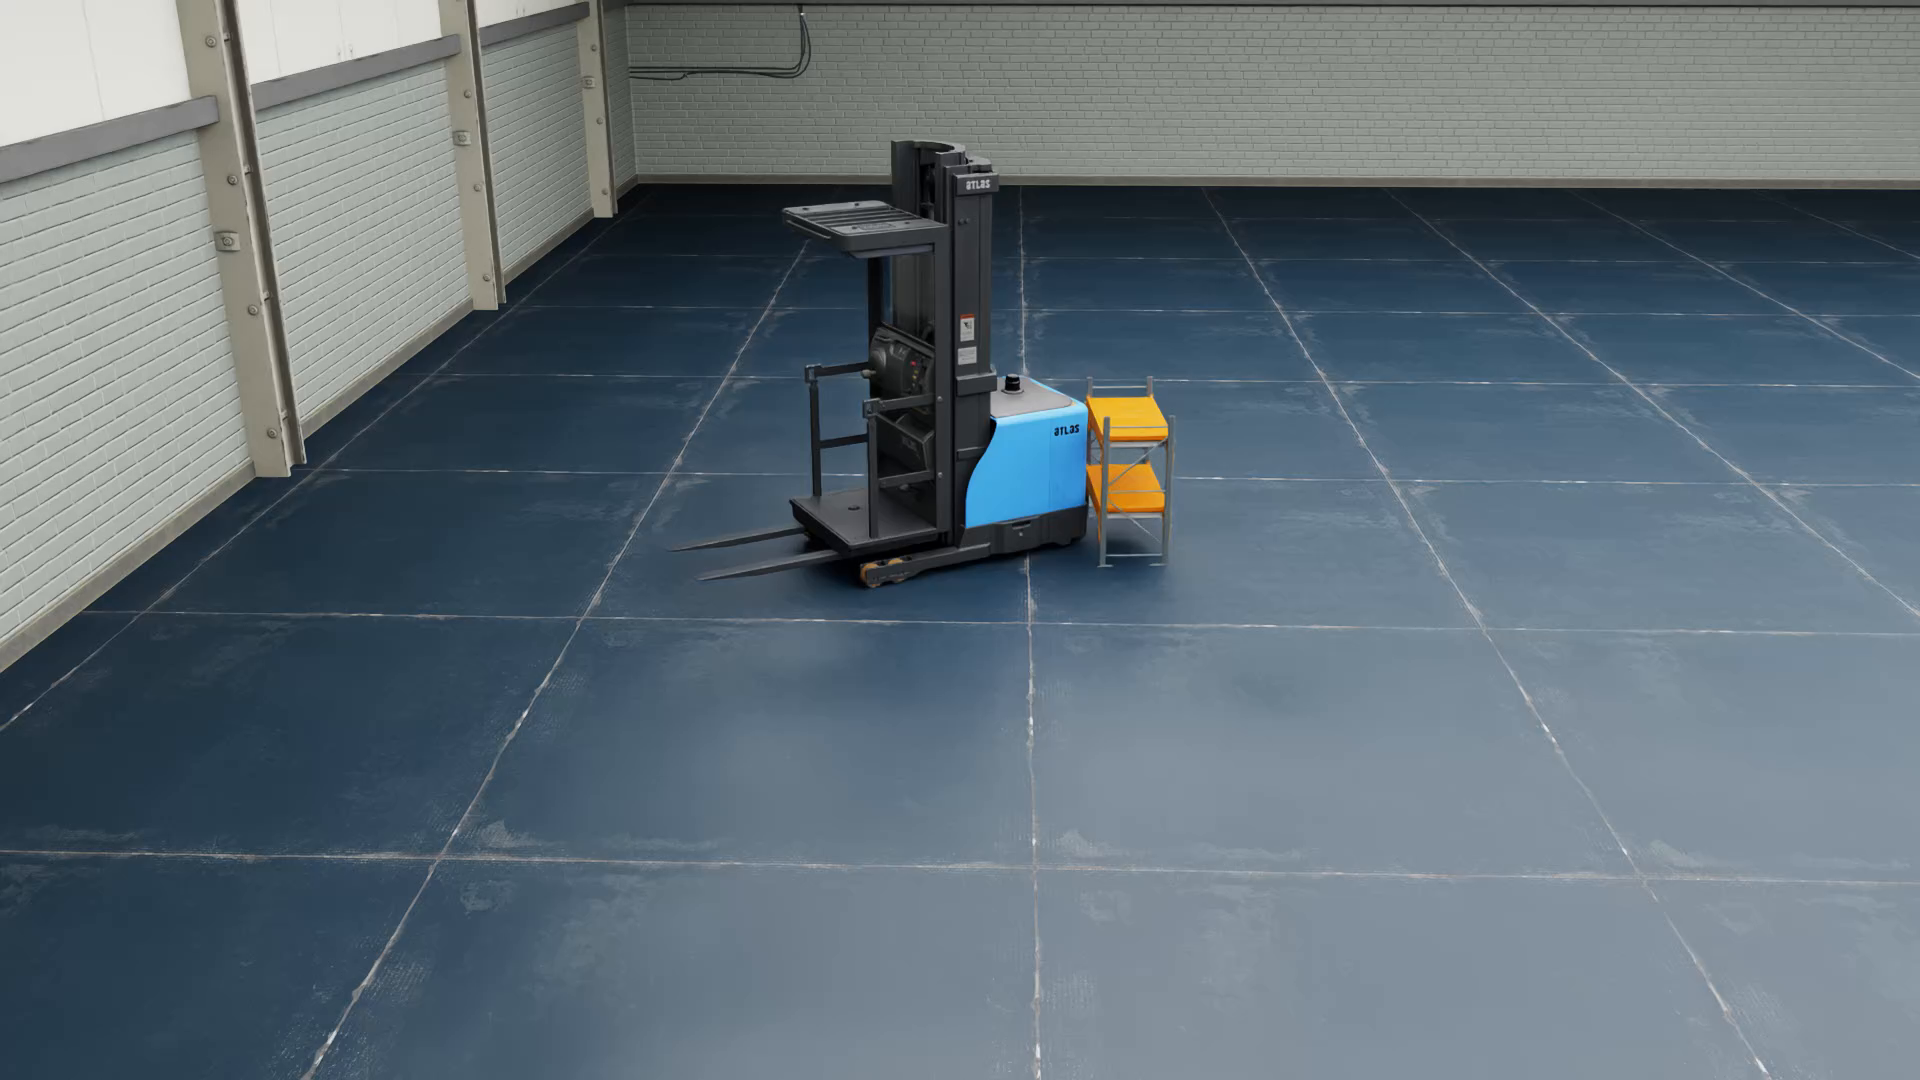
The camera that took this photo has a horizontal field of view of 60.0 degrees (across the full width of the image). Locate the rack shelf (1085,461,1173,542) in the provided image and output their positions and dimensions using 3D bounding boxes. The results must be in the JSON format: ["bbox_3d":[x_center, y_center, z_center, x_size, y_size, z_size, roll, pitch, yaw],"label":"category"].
[{"bbox_3d":[1.235,-0.297,12.415,0.538,0.278,1.000,-1,21,-2],"label":"rack shelf"}]

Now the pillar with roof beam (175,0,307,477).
[{"bbox_3d":[-1.454,-4.747,12.323,9.100,9.000,0.400,1,21,2],"label":"pillar with roof beam"}]

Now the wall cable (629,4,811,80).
[{"bbox_3d":[-3.980,-8.736,26.896,3.097,2.526,0.112,1,21,2],"label":"wall cable"}]

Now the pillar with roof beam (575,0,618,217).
[{"bbox_3d":[-1.089,-9.086,23.505,9.100,9.000,0.400,1,21,2],"label":"pillar with roof beam"}]

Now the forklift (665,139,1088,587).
[{"bbox_3d":[-0.598,-1.252,11.703,3.031,2.935,1.130,-11,24,-26],"label":"forklift"}]

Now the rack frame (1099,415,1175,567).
[{"bbox_3d":[1.257,-0.341,11.853,0.500,1.125,0.032,-1,21,-2],"label":"rack frame"}]

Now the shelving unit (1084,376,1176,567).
[{"bbox_3d":[1.235,-0.525,12.326,0.538,1.125,1.048,-1,21,-2],"label":"shelving unit"}]

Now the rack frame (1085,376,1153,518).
[{"bbox_3d":[1.213,-0.709,12.800,0.500,1.125,0.032,-1,21,-2],"label":"rack frame"}]

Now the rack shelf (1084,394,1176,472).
[{"bbox_3d":[1.235,-0.798,12.221,0.538,0.278,1.000,-1,21,-2],"label":"rack shelf"}]

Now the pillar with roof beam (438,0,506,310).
[{"bbox_3d":[-1.271,-6.916,17.914,9.100,9.000,0.400,1,21,2],"label":"pillar with roof beam"}]
